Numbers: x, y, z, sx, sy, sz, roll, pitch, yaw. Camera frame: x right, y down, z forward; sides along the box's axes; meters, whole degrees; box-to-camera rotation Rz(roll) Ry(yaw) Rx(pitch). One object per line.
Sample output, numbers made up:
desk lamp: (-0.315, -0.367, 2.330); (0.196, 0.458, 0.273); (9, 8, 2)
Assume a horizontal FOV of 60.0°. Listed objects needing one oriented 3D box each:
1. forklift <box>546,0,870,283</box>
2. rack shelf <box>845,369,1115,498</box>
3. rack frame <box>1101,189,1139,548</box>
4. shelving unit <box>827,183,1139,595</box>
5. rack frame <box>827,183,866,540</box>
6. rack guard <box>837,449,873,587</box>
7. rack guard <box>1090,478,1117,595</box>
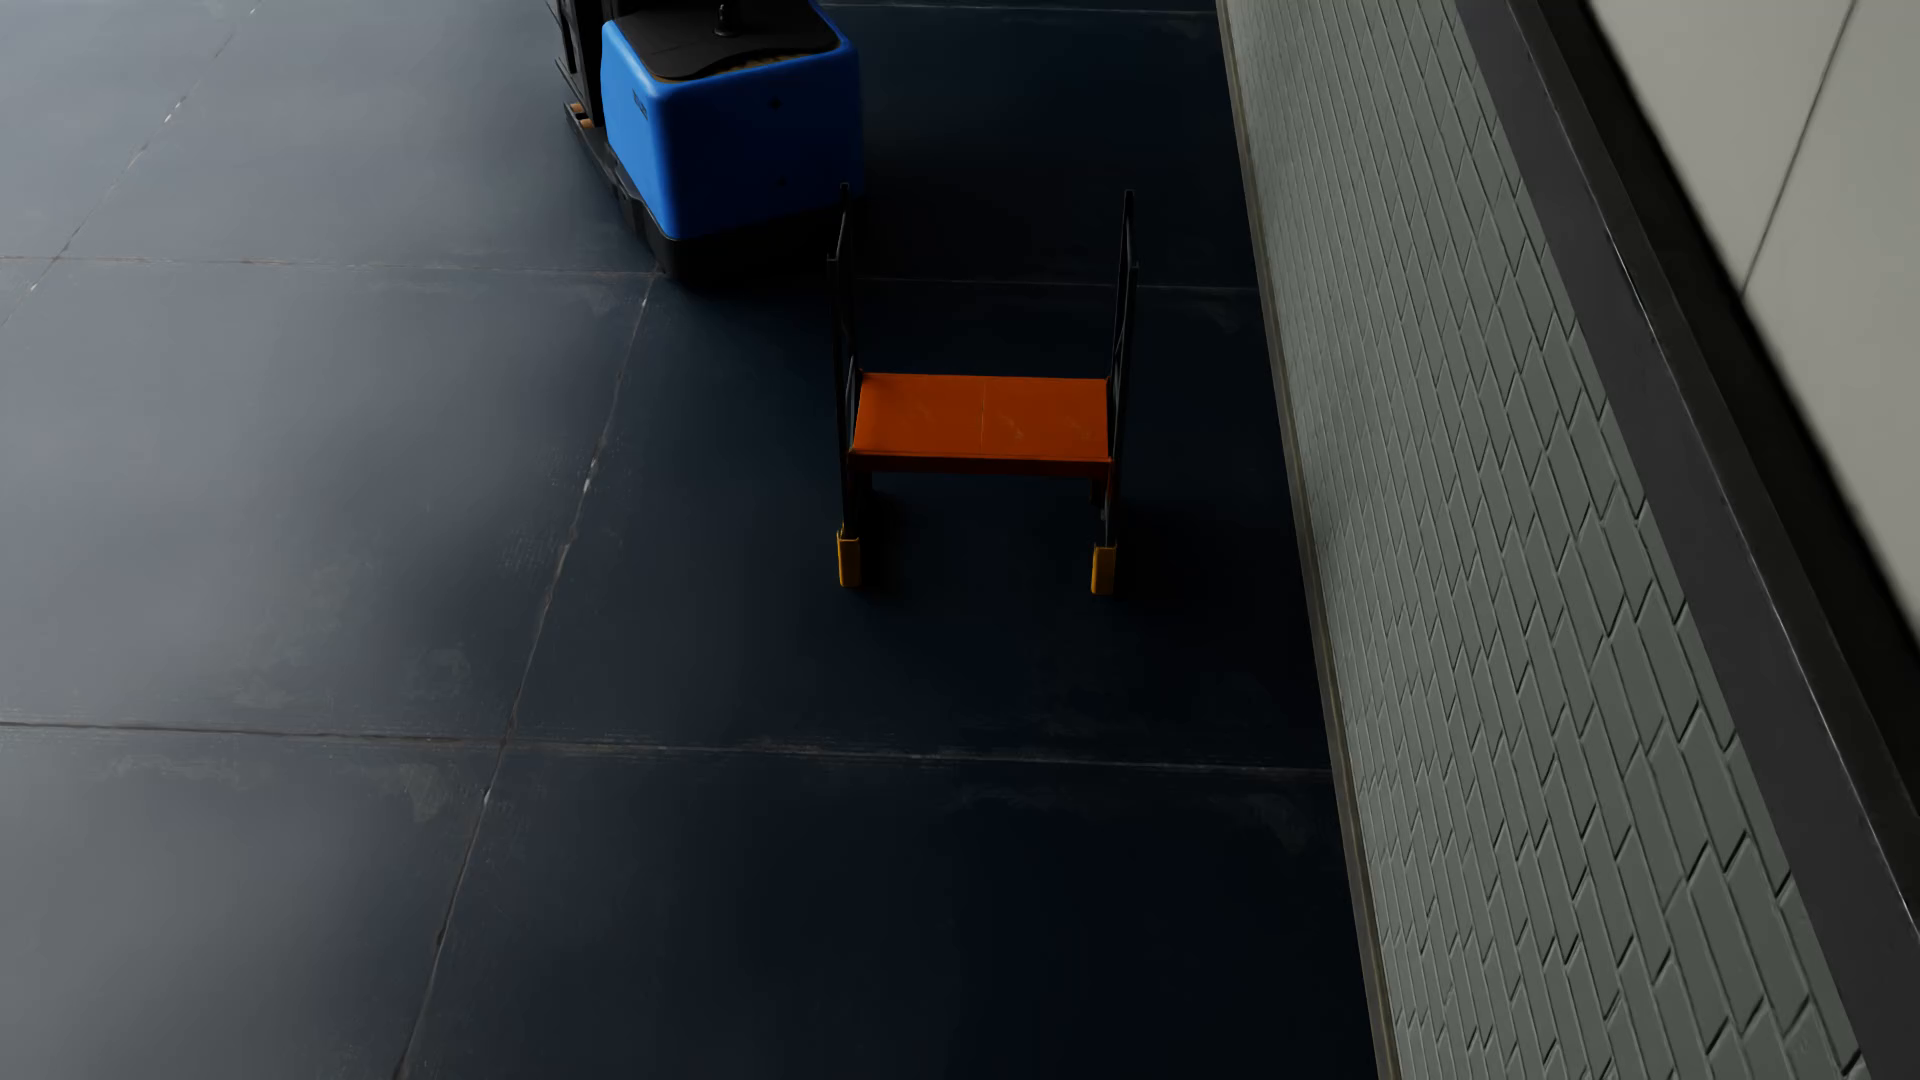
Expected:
forklift: (-1.529, -3.317, 8.196); (1.130, 2.935, 3.031); (-18, 46, -18)
rack shelf: (0.085, -0.415, 6.394); (1.000, 0.185, 0.538); (2, 43, 2)
rack frame: (0.593, -0.531, 6.255); (0.032, 1.500, 0.500); (2, 43, 2)
shelving unit: (0.076, -0.546, 6.272); (1.083, 1.500, 0.587); (2, 43, 2)
rack frame: (-0.423, -0.562, 6.288); (0.032, 1.500, 0.500); (2, 43, 2)
rack guard: (-0.421, -0.104, 6.714); (0.087, 0.250, 0.587); (2, 43, 2)
rack guard: (0.574, -0.074, 6.681); (0.087, 0.250, 0.587); (2, 43, 2)
